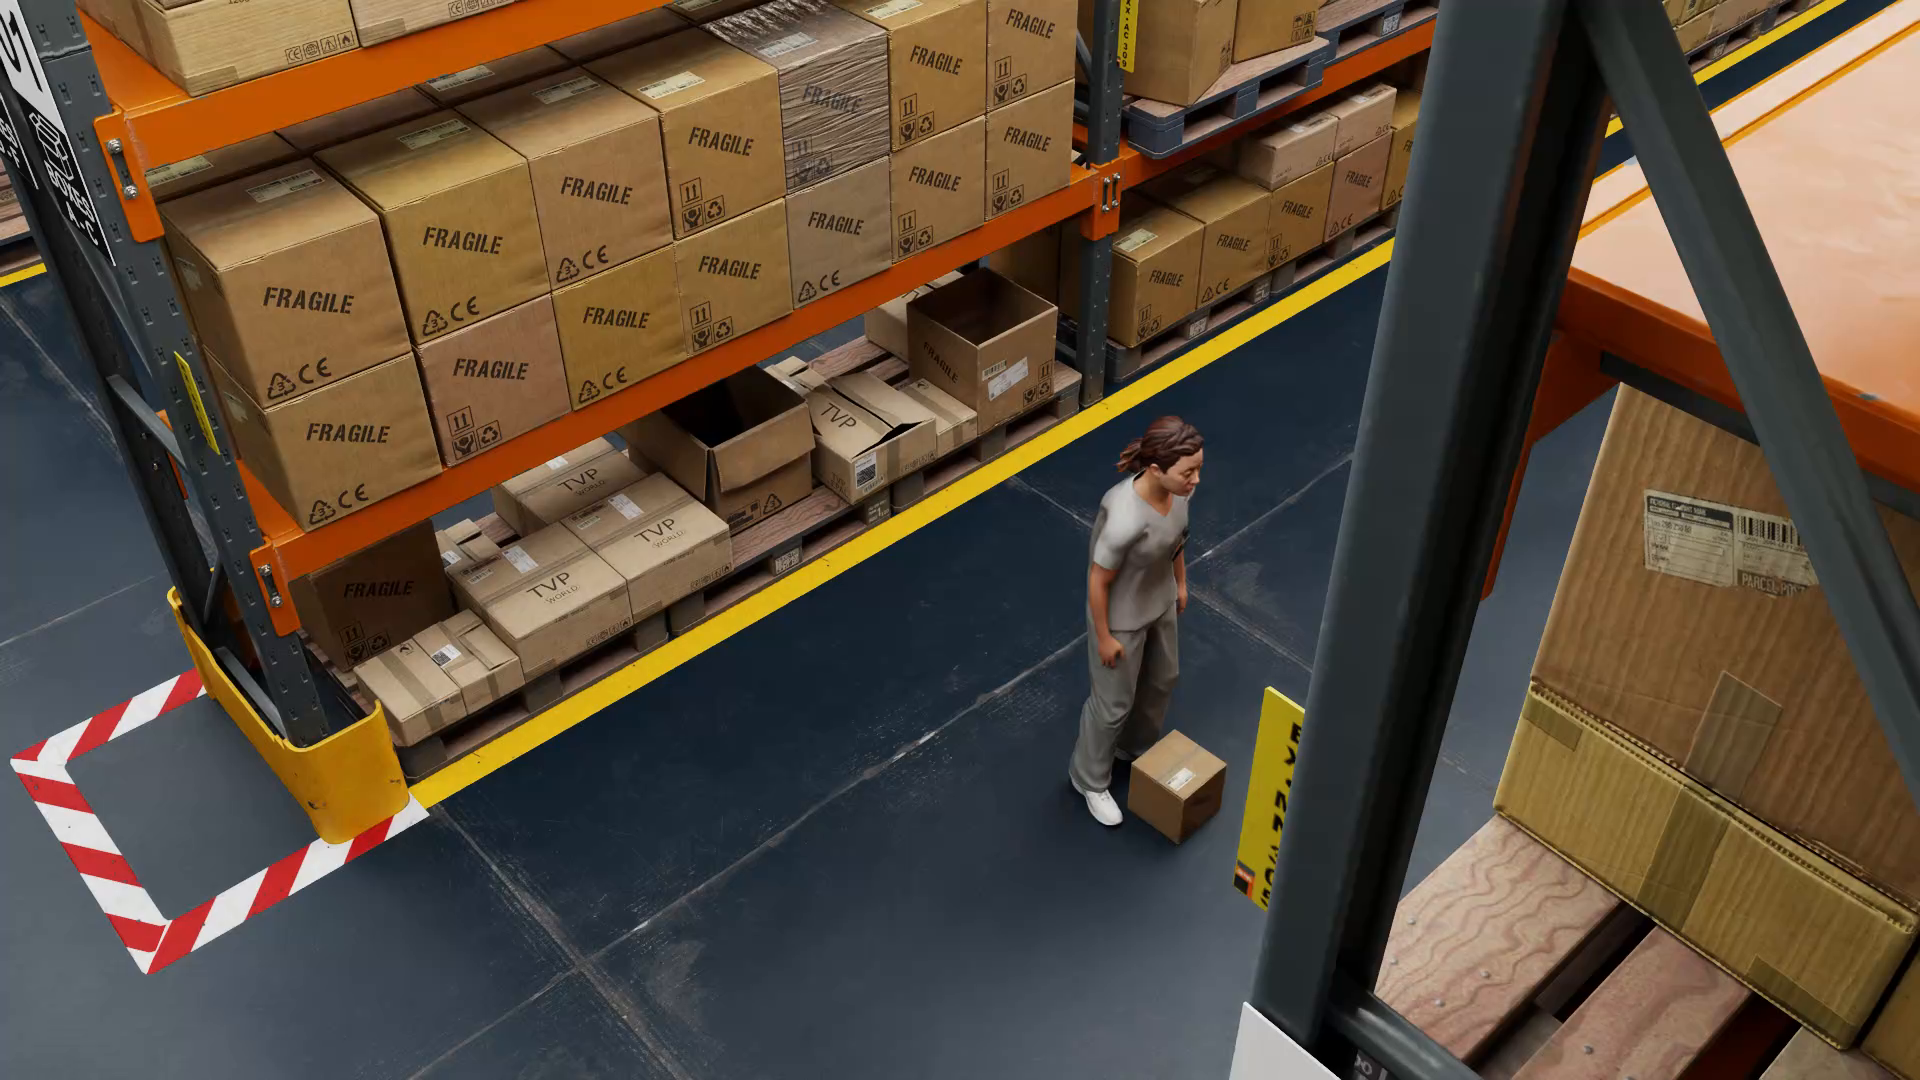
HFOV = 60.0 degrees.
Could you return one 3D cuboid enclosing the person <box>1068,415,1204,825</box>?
[{"bbox_3d":[0.628,0.259,5.854,0.363,1.666,0.511,32,49,32],"label":"person"}]
